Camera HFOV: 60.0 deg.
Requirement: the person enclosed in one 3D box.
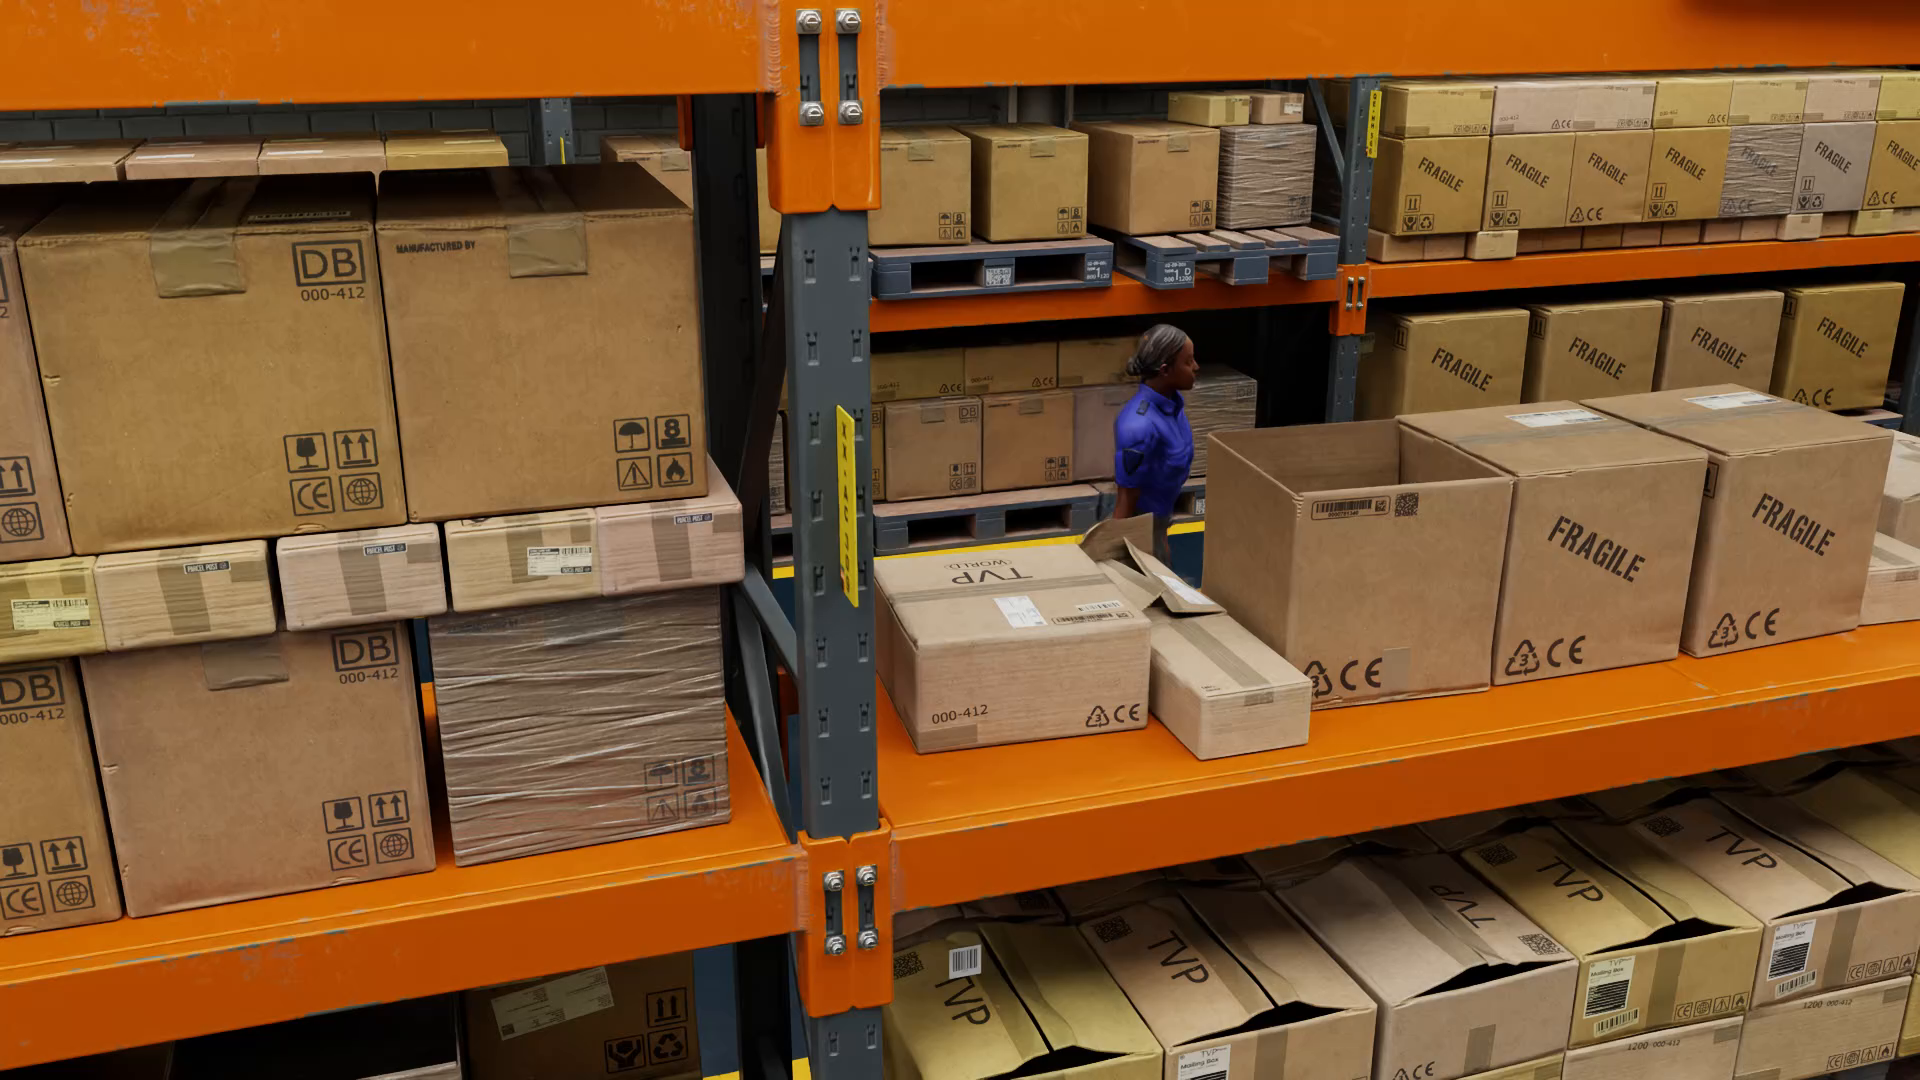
[{"bbox_3d":[0.554,0.017,6.005,0.629,1.639,0.472,7,21,19],"label":"person"}]
